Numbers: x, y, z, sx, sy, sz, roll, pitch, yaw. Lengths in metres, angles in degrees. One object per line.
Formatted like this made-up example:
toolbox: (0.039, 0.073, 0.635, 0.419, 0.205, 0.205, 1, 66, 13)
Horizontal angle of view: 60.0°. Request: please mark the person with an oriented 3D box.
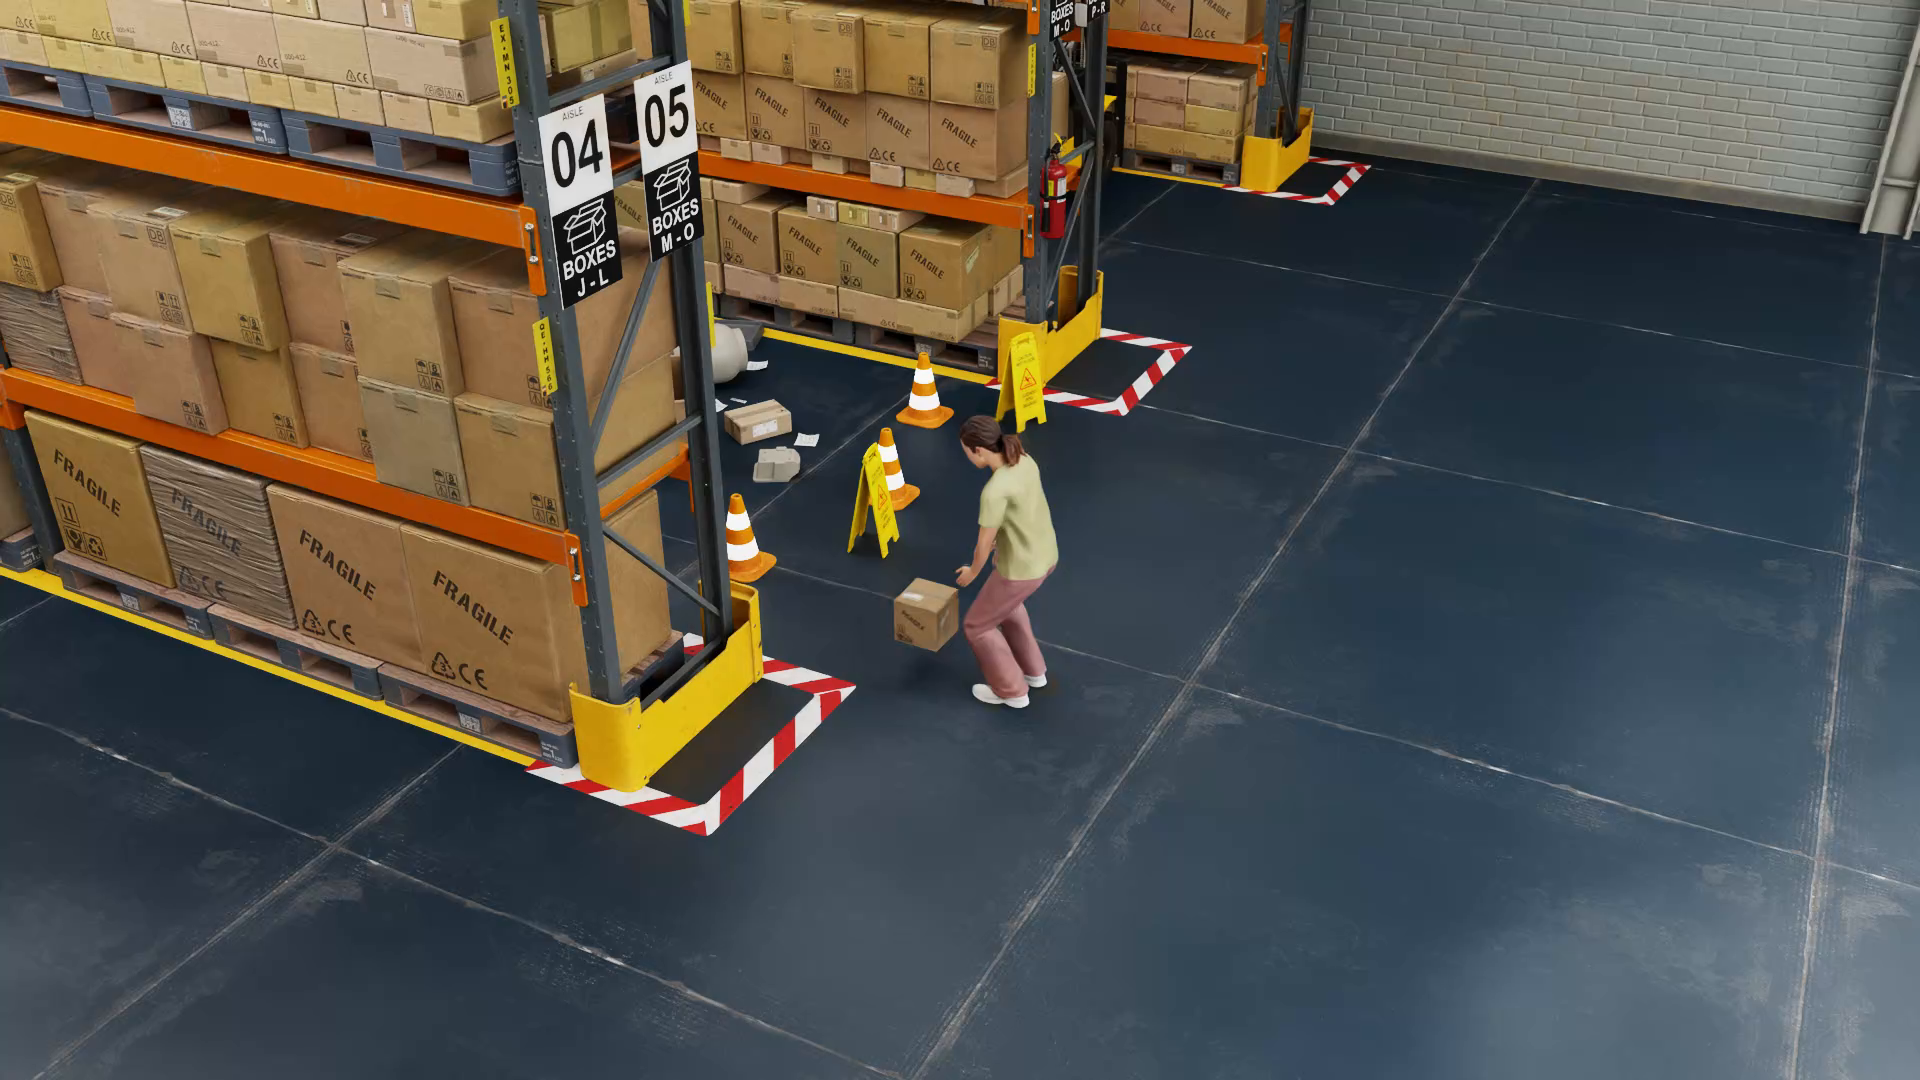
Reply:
person: (0.218, 0.114, 8.220, 0.488, 1.556, 0.490, 15, 33, 24)
